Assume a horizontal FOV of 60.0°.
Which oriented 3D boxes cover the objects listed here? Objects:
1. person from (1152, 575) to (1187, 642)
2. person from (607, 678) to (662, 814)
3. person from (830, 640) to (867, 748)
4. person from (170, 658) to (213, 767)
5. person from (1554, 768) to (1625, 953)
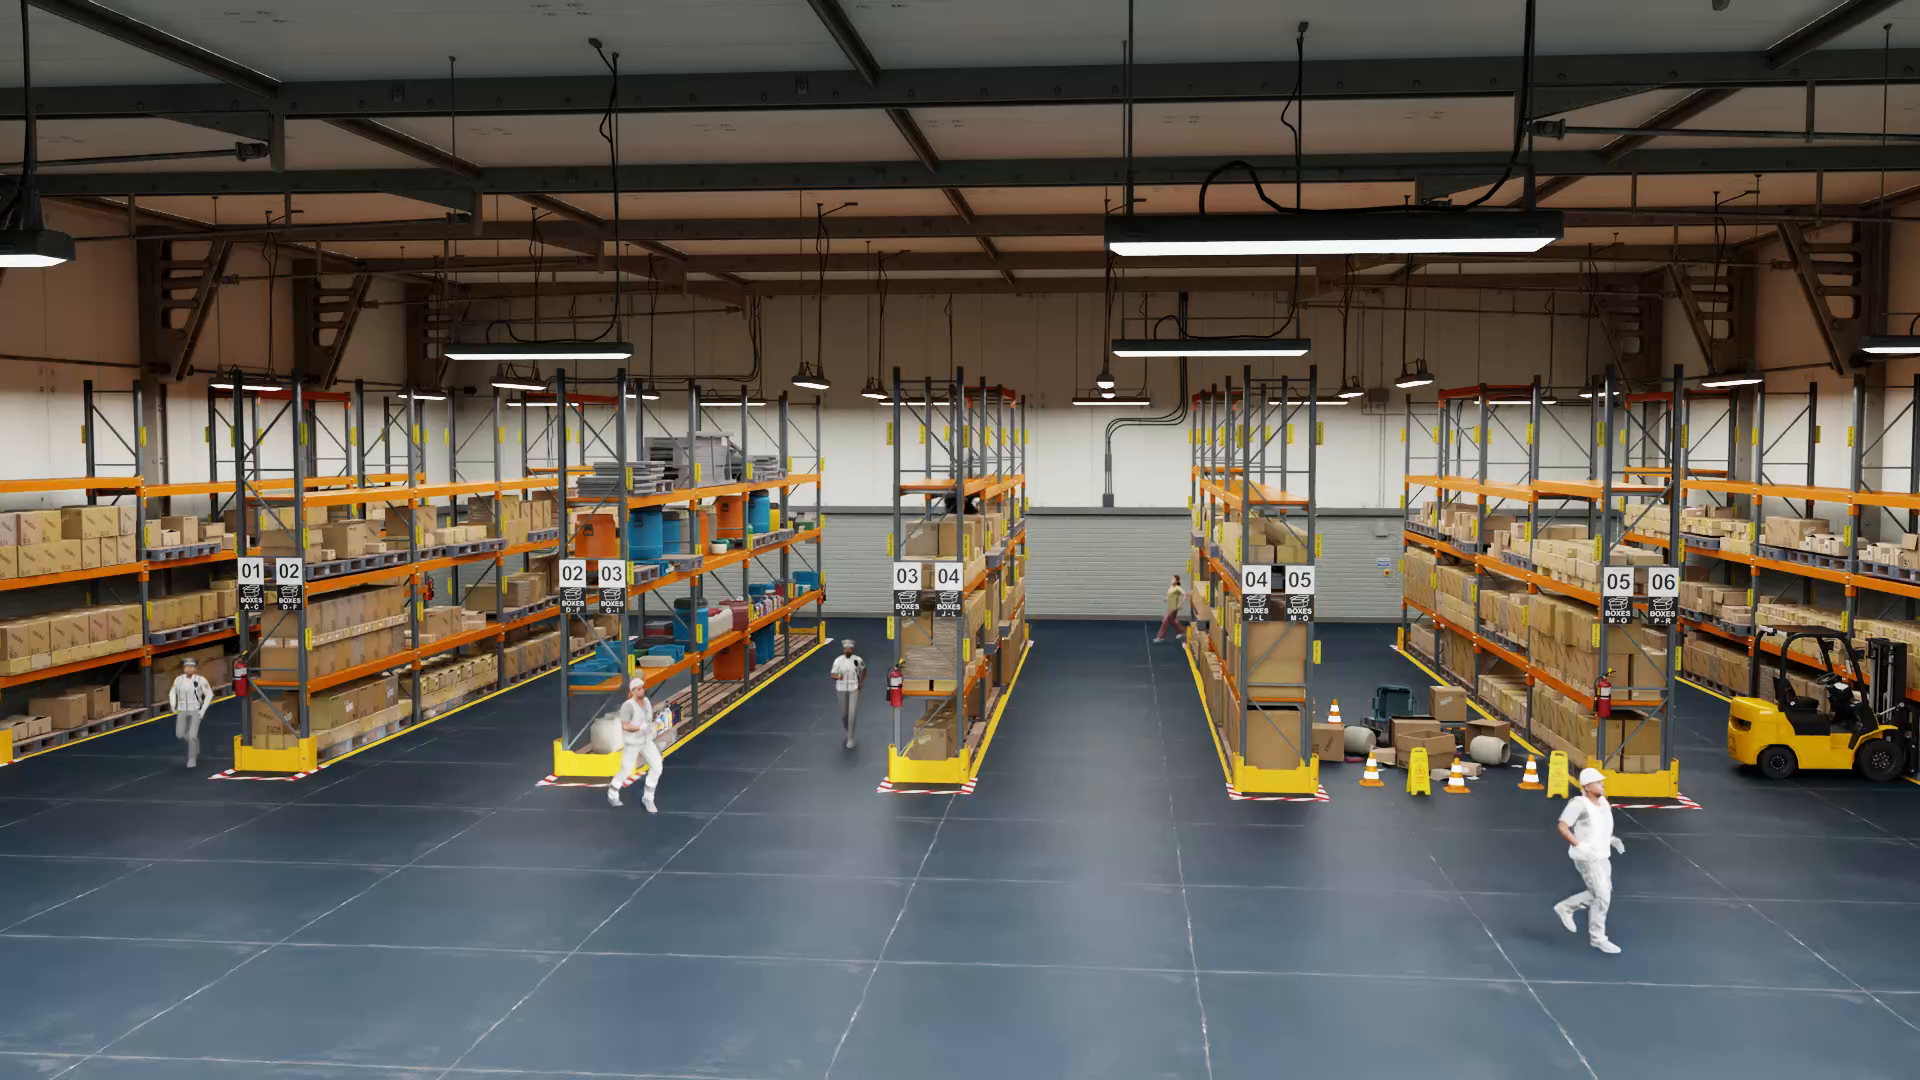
[{"bbox_3d":[5.159,1.658,40.336,0.951,1.644,0.642,-1,4,-17],"label":"person"},{"bbox_3d":[-4.297,2.732,22.164,0.908,1.817,0.676,3,5,39],"label":"person"},{"bbox_3d":[-1.810,2.453,26.975,0.581,1.699,0.876,0,4,0],"label":"person"},{"bbox_3d":[-11.731,2.613,25.335,0.652,1.666,0.502,0,4,-5],"label":"person"},{"bbox_3d":[6.142,3.108,16.311,0.690,1.764,0.735,-3,5,-42],"label":"person"}]
